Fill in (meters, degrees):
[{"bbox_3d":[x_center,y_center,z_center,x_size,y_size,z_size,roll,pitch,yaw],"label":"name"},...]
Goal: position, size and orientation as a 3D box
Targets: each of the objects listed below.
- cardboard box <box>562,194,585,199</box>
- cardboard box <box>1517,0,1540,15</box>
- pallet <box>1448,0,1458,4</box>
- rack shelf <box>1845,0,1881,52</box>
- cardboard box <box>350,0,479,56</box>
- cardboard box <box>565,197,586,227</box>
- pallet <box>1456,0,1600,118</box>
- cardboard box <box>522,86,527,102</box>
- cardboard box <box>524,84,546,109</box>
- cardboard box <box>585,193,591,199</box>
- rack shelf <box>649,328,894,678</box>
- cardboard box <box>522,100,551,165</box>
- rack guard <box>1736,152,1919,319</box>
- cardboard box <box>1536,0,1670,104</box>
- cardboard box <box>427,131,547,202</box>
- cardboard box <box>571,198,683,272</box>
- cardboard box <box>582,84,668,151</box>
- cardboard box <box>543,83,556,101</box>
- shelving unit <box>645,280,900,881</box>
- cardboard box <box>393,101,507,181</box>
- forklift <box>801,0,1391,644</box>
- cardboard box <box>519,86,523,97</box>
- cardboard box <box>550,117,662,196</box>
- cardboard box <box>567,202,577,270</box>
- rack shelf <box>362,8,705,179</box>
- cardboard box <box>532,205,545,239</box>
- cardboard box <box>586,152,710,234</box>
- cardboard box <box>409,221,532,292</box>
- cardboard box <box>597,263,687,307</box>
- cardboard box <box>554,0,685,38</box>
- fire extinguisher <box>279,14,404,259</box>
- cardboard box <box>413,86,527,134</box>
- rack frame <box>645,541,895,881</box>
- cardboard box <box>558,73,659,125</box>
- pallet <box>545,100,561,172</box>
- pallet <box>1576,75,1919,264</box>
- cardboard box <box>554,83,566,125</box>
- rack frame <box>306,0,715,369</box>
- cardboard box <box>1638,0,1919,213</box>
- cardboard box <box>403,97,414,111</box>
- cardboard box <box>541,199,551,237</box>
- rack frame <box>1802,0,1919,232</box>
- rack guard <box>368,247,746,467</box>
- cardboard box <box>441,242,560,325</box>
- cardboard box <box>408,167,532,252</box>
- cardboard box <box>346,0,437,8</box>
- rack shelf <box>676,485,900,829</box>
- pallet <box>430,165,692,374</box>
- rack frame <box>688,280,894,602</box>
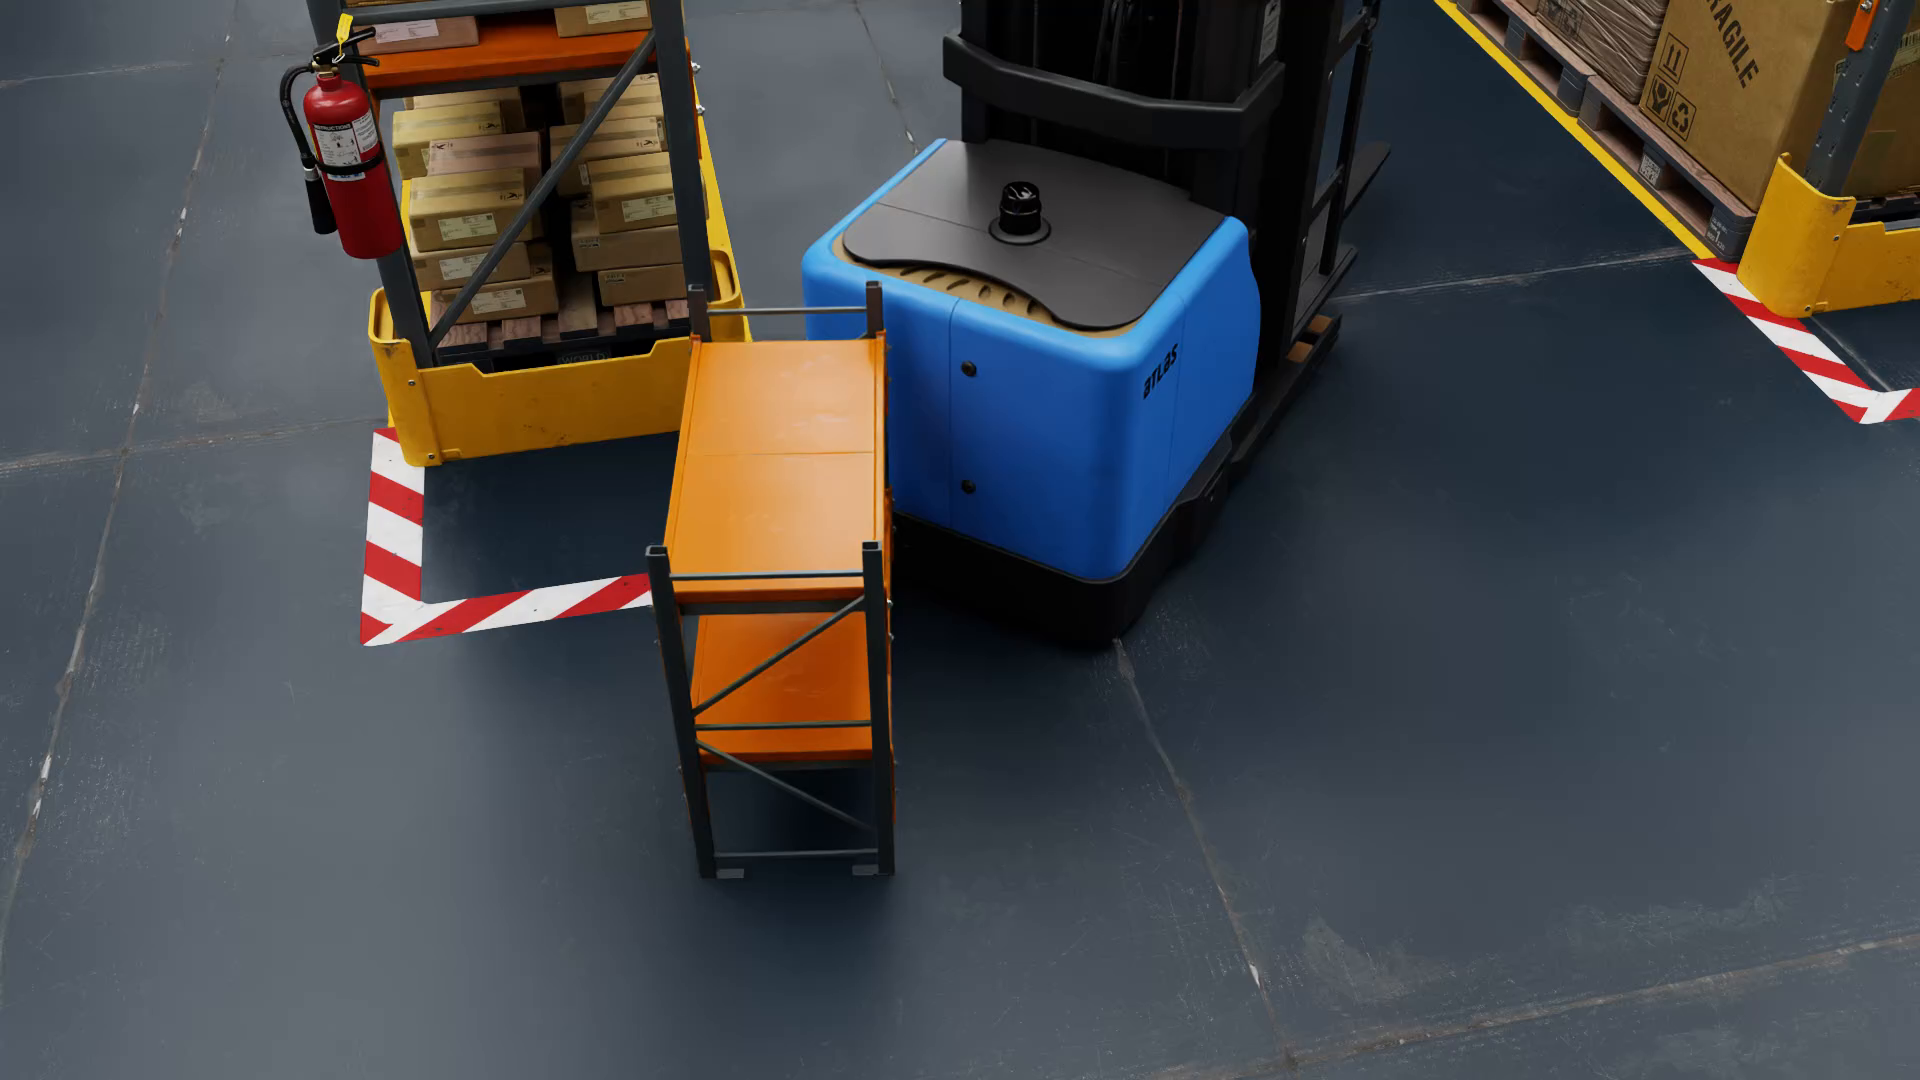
[{"bbox_3d":[-1.300,-1.411,6.187,0.380,0.149,0.250,-8,42,-9],"label":"cardboard box"},{"bbox_3d":[2.966,-3.079,7.743,0.875,0.875,0.875,-8,42,-9],"label":"cardboard box"},{"bbox_3d":[2.795,-3.192,8.687,1.003,0.211,1.213,-8,42,-9],"label":"pallet"},{"bbox_3d":[3.139,-3.174,7.107,1.077,0.370,4.000,-8,42,-9],"label":"rack shelf"},{"bbox_3d":[-1.641,-1.578,4.957,0.380,0.149,0.250,-8,42,-9],"label":"cardboard box"},{"bbox_3d":[-1.292,-1.295,6.281,0.380,0.149,0.250,-8,42,-9],"label":"cardboard box"},{"bbox_3d":[3.062,-2.400,7.794,1.003,0.211,1.213,-8,42,-9],"label":"pallet"},{"bbox_3d":[-1.961,-1.734,6.775,0.380,0.149,0.250,-8,42,-8],"label":"cardboard box"},{"bbox_3d":[-1.942,-1.908,6.971,0.380,0.149,0.250,-7,42,-8],"label":"cardboard box"},{"bbox_3d":[-1.161,-1.265,6.023,0.380,0.149,0.250,-9,42,-9],"label":"cardboard box"},{"bbox_3d":[-0.434,-0.118,4.095,0.538,0.278,1.000,-1,42,-1],"label":"rack shelf"},{"bbox_3d":[-1.758,-1.530,6.321,0.380,0.149,0.250,-9,42,-10],"label":"cardboard box"},{"bbox_3d":[3.576,-1.196,6.220,1.175,0.500,0.348,-8,42,-9],"label":"rack guard"},{"bbox_3d":[3.158,-2.502,7.093,0.875,0.875,0.875,-8,42,-9],"label":"cardboard box"},{"bbox_3d":[-1.654,-1.292,5.829,0.380,0.149,0.250,-8,42,-8],"label":"cardboard box"},{"bbox_3d":[-1.157,-1.079,5.814,0.380,0.149,0.250,-7,42,-7],"label":"cardboard box"},{"bbox_3d":[-1.182,-1.546,6.115,0.380,0.149,0.250,-8,42,-9],"label":"cardboard box"},{"bbox_3d":[-1.498,-1.921,6.762,0.380,0.149,0.250,-6,42,-7],"label":"cardboard box"},{"bbox_3d":[-0.434,0.101,4.289,0.538,1.125,1.048,-1,42,-1],"label":"shelving unit"},{"bbox_3d":[-1.834,-1.442,5.998,0.380,0.149,0.250,-9,42,-10],"label":"cardboard box"},{"bbox_3d":[0.708,-1.763,5.029,1.130,2.935,3.031,20,45,21],"label":"forklift"},{"bbox_3d":[-1.962,-1.844,6.674,0.380,0.149,0.250,-6,42,-7],"label":"cardboard box"},{"bbox_3d":[-1.253,-1.364,5.910,0.380,0.149,0.250,-8,42,-9],"label":"cardboard box"},{"bbox_3d":[-1.231,-1.135,6.101,0.380,0.149,0.250,-9,42,-9],"label":"cardboard box"},{"bbox_3d":[-1.726,-2.528,6.381,1.077,0.370,4.000,-8,42,-9],"label":"rack shelf"},{"bbox_3d":[-1.691,-1.181,5.929,0.380,0.149,0.250,-9,42,-10],"label":"cardboard box"},{"bbox_3d":[-1.076,-1.203,5.728,0.380,0.149,0.250,-10,43,-11],"label":"cardboard box"},{"bbox_3d":[-1.687,-1.004,5.729,0.380,0.149,0.250,-9,42,-10],"label":"cardboard box"},{"bbox_3d":[-1.095,-0.977,5.923,0.380,0.149,0.250,-8,42,-8],"label":"cardboard box"},{"bbox_3d":[-1.044,-1.664,5.054,0.380,0.149,0.250,-9,42,-10],"label":"cardboard box"},{"bbox_3d":[-1.691,-1.103,4.572,0.296,0.674,0.183,-8,42,-9],"label":"fire extinguisher"},{"bbox_3d":[-1.828,-1.619,6.197,0.380,0.149,0.250,-10,43,-11],"label":"cardboard box"},{"bbox_3d":[-0.416,0.438,3.909,0.500,1.125,0.032,-1,42,-1],"label":"rack frame"},{"bbox_3d":[-1.316,-1.695,6.283,0.380,0.149,0.250,-10,43,-11],"label":"cardboard box"},{"bbox_3d":[-1.712,-1.828,7.151,1.003,0.211,1.213,-8,42,-9],"label":"pallet"},{"bbox_3d":[3.321,-1.610,6.905,1.003,0.211,1.213,-8,42,-9],"label":"pallet"},{"bbox_3d":[-1.400,-1.751,6.570,0.380,0.149,0.250,-10,43,-11],"label":"cardboard box"},{"bbox_3d":[-1.294,-1.501,4.681,1.000,3.000,0.127,-8,42,-9],"label":"rack frame"},{"bbox_3d":[3.354,-1.912,6.429,0.875,0.875,0.875,-8,42,-9],"label":"cardboard box"},{"bbox_3d":[-1.941,-1.785,6.384,0.380,0.149,0.250,-7,42,-8],"label":"cardboard box"},{"bbox_3d":[-1.739,-1.239,6.217,0.380,0.149,0.250,-9,42,-9],"label":"cardboard box"},{"bbox_3d":[3.570,-2.146,5.408,1.000,3.000,0.127,-8,42,-9],"label":"rack frame"},{"bbox_3d":[-1.311,-0.615,5.567,1.175,0.500,0.348,-8,42,-9],"label":"rack guard"},{"bbox_3d":[-1.612,-0.903,5.839,0.380,0.149,0.250,-8,42,-9],"label":"cardboard box"},{"bbox_3d":[-1.656,-1.121,5.637,0.380,0.149,0.250,-8,42,-9],"label":"cardboard box"},{"bbox_3d":[-1.643,-1.904,4.836,0.500,0.500,0.500,-8,42,-8],"label":"cardboard box"},{"bbox_3d":[-0.434,0.284,4.451,0.538,0.278,1.000,-1,42,-1],"label":"rack shelf"},{"bbox_3d":[-1.452,-1.039,6.262,1.003,0.211,1.213,-8,42,-9],"label":"pallet"},{"bbox_3d":[-0.451,-0.237,4.669,0.500,1.125,0.032,-1,42,-1],"label":"rack frame"}]
